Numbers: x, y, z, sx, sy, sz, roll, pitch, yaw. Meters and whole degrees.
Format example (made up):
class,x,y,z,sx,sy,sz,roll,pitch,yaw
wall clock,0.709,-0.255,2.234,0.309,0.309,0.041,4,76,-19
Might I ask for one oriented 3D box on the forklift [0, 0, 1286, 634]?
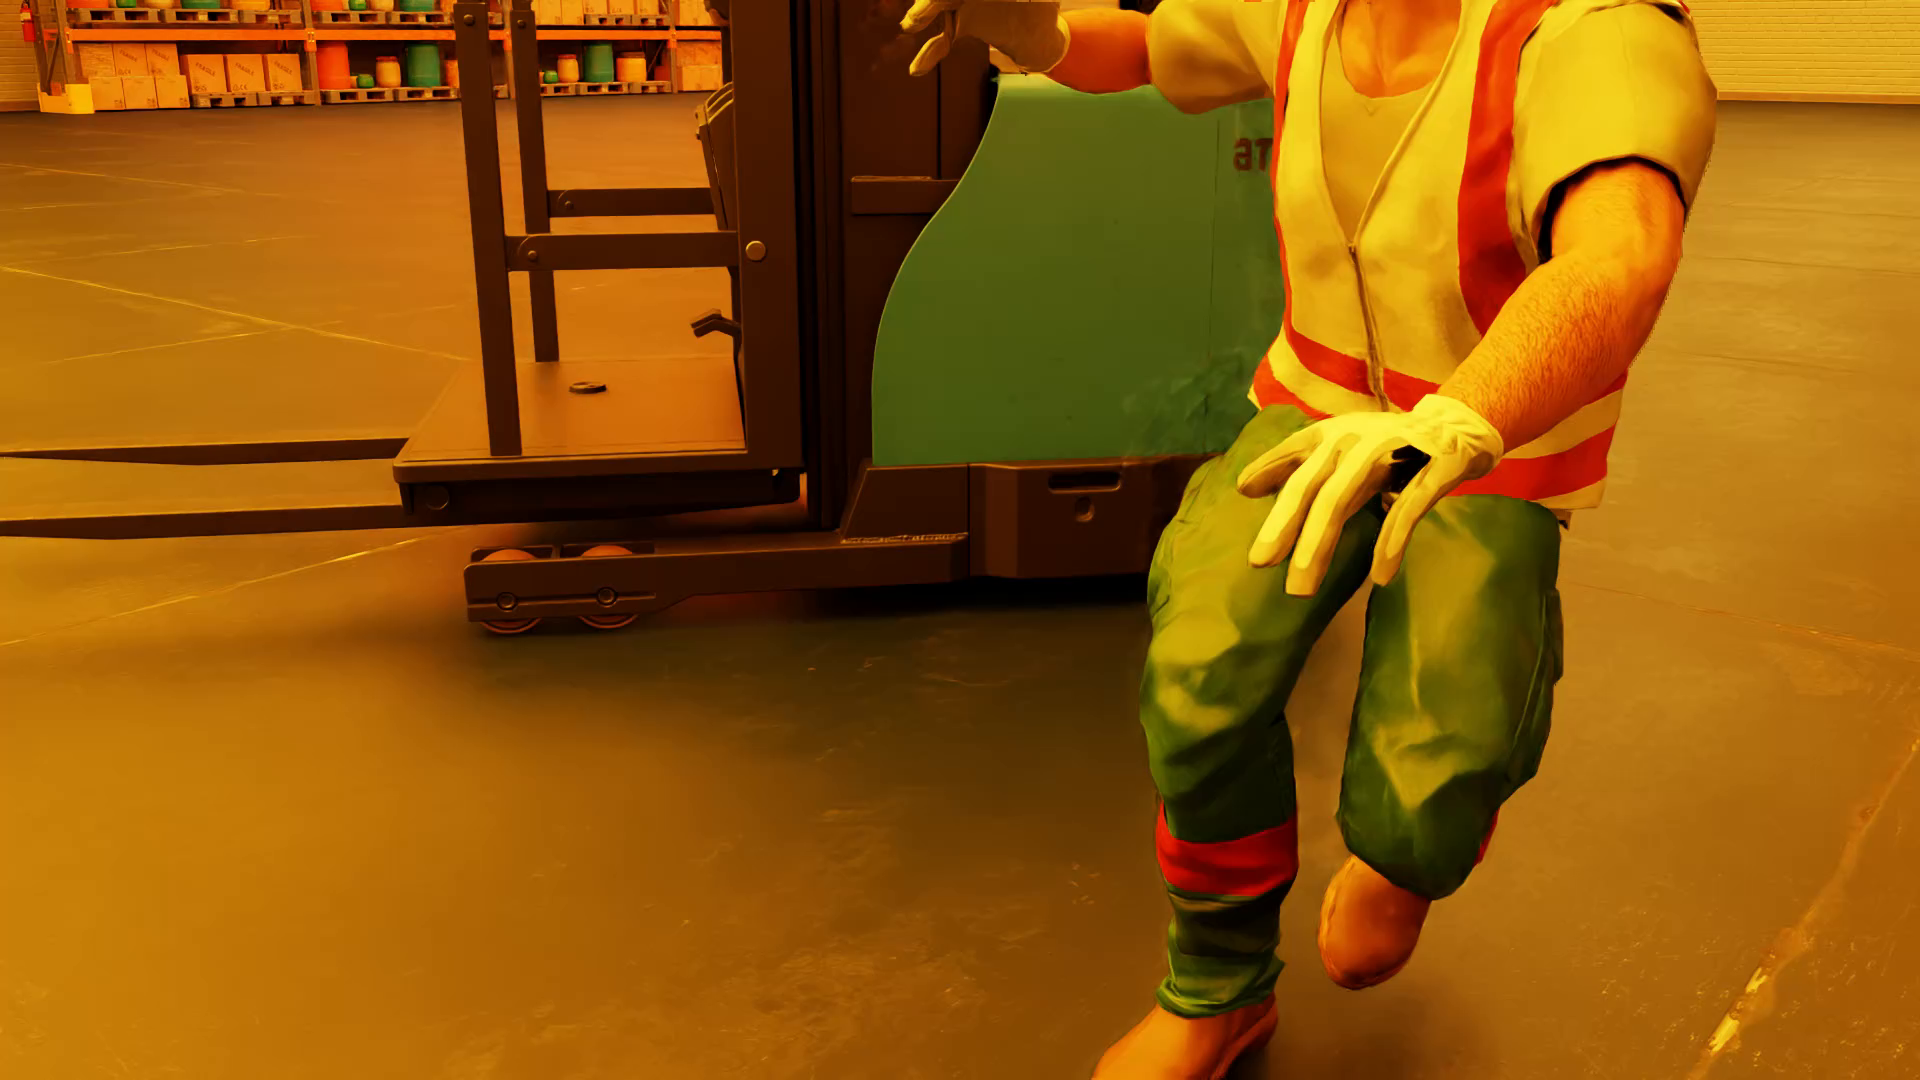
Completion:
class,x,y,z,sx,sy,sz,roll,pitch,yaw
forklift,-0.701,-1.379,3.439,3.031,2.935,1.130,-3,17,-8

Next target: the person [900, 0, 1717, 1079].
class,x,y,z,sx,sy,sz,roll,pitch,yaw
person,0.287,-0.076,1.641,0.788,1.483,1.021,11,20,33
